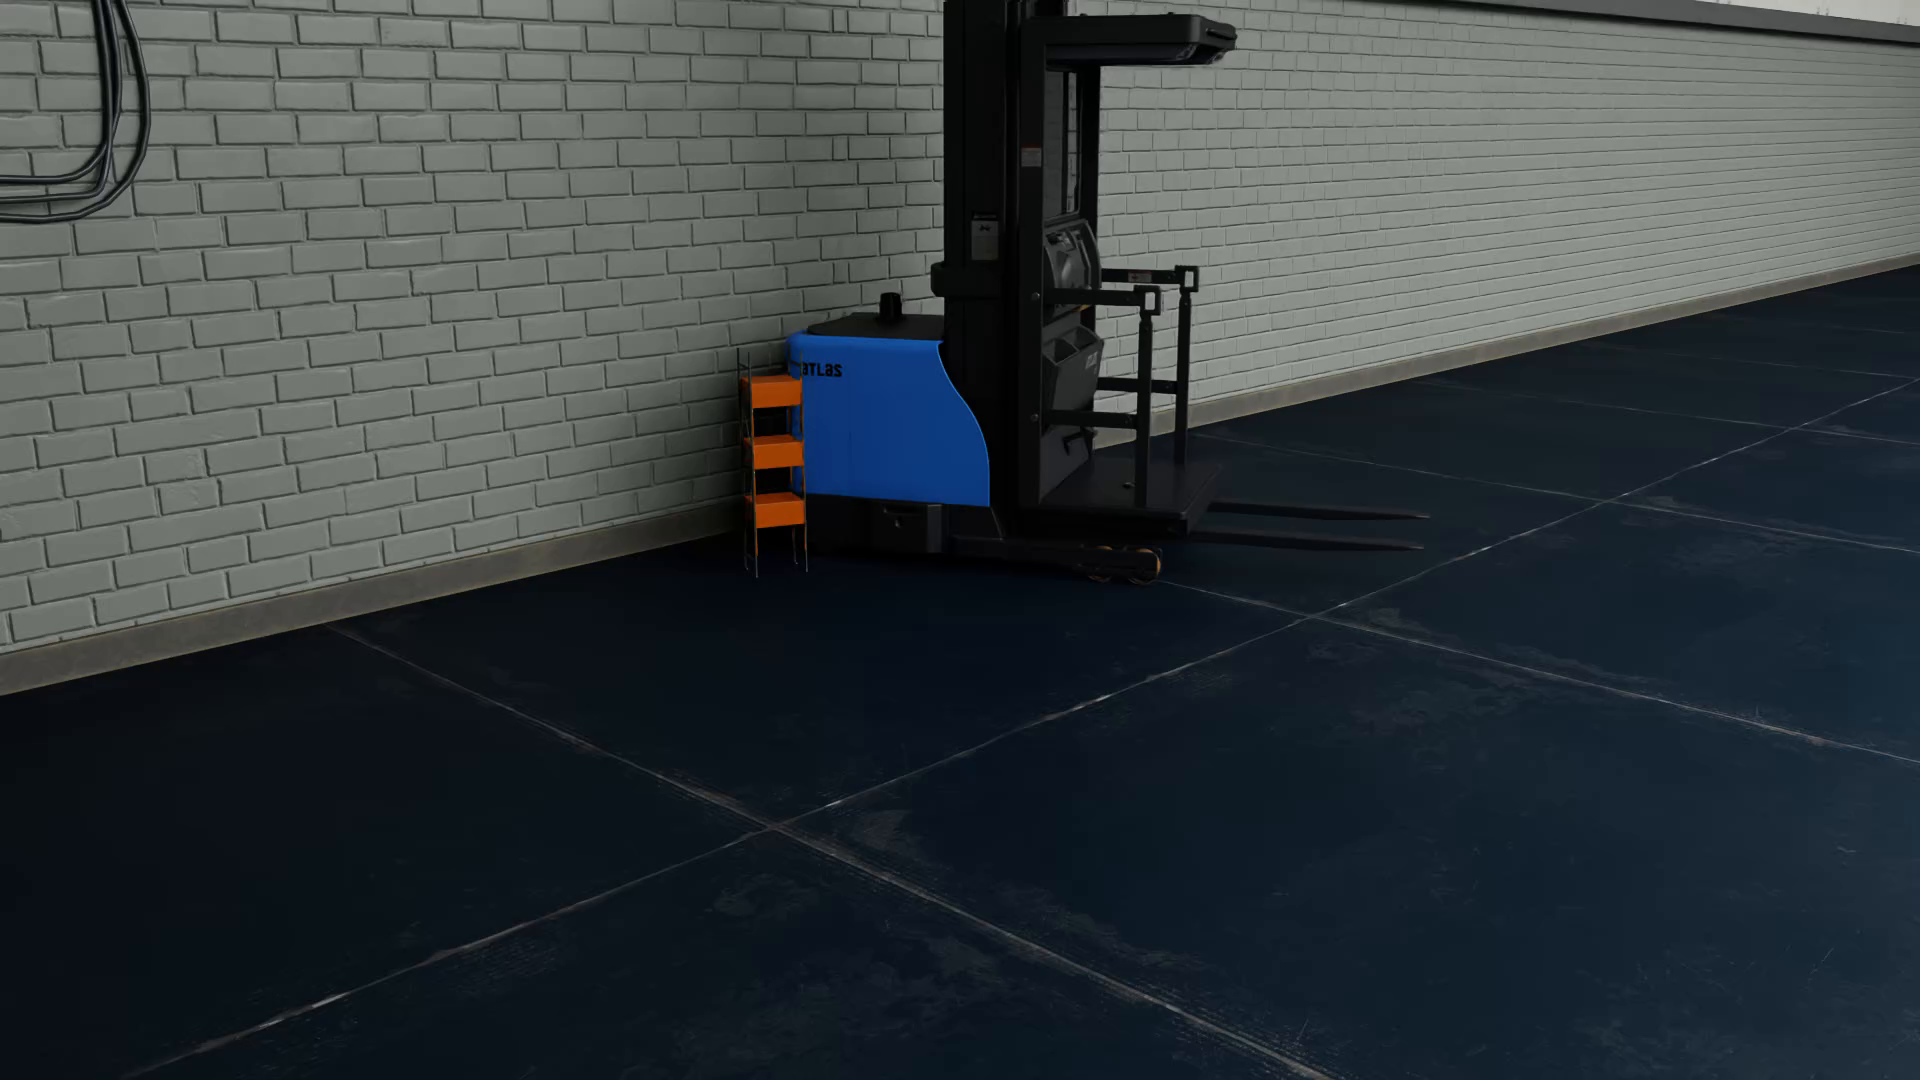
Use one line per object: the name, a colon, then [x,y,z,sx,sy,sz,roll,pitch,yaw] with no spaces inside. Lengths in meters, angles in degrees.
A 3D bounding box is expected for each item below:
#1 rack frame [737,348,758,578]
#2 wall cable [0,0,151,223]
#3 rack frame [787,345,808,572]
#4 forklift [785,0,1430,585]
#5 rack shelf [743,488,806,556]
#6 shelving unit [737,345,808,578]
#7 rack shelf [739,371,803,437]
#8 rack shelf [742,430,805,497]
rack frame: [-0.986,-0.355,7.703,0.008,1.050,0.200,-6,16,-22]
wall cable: [-4.073,-2.130,4.910,0.112,2.526,3.097,14,20,42]
rack frame: [-0.762,-0.379,7.796,0.008,1.050,0.200,-6,16,-22]
forklift: [0.721,-1.361,7.832,3.031,2.935,1.130,5,15,17]
rack shelf: [-0.874,-0.088,7.822,0.240,0.259,0.215,-6,16,-22]
shelving unit: [-0.874,-0.367,7.750,0.252,1.050,0.215,-6,16,-22]
rack shelf: [-0.874,-0.632,7.681,0.240,0.259,0.215,-6,16,-22]
rack shelf: [-0.874,-0.357,7.752,0.240,0.259,0.215,-6,16,-22]
